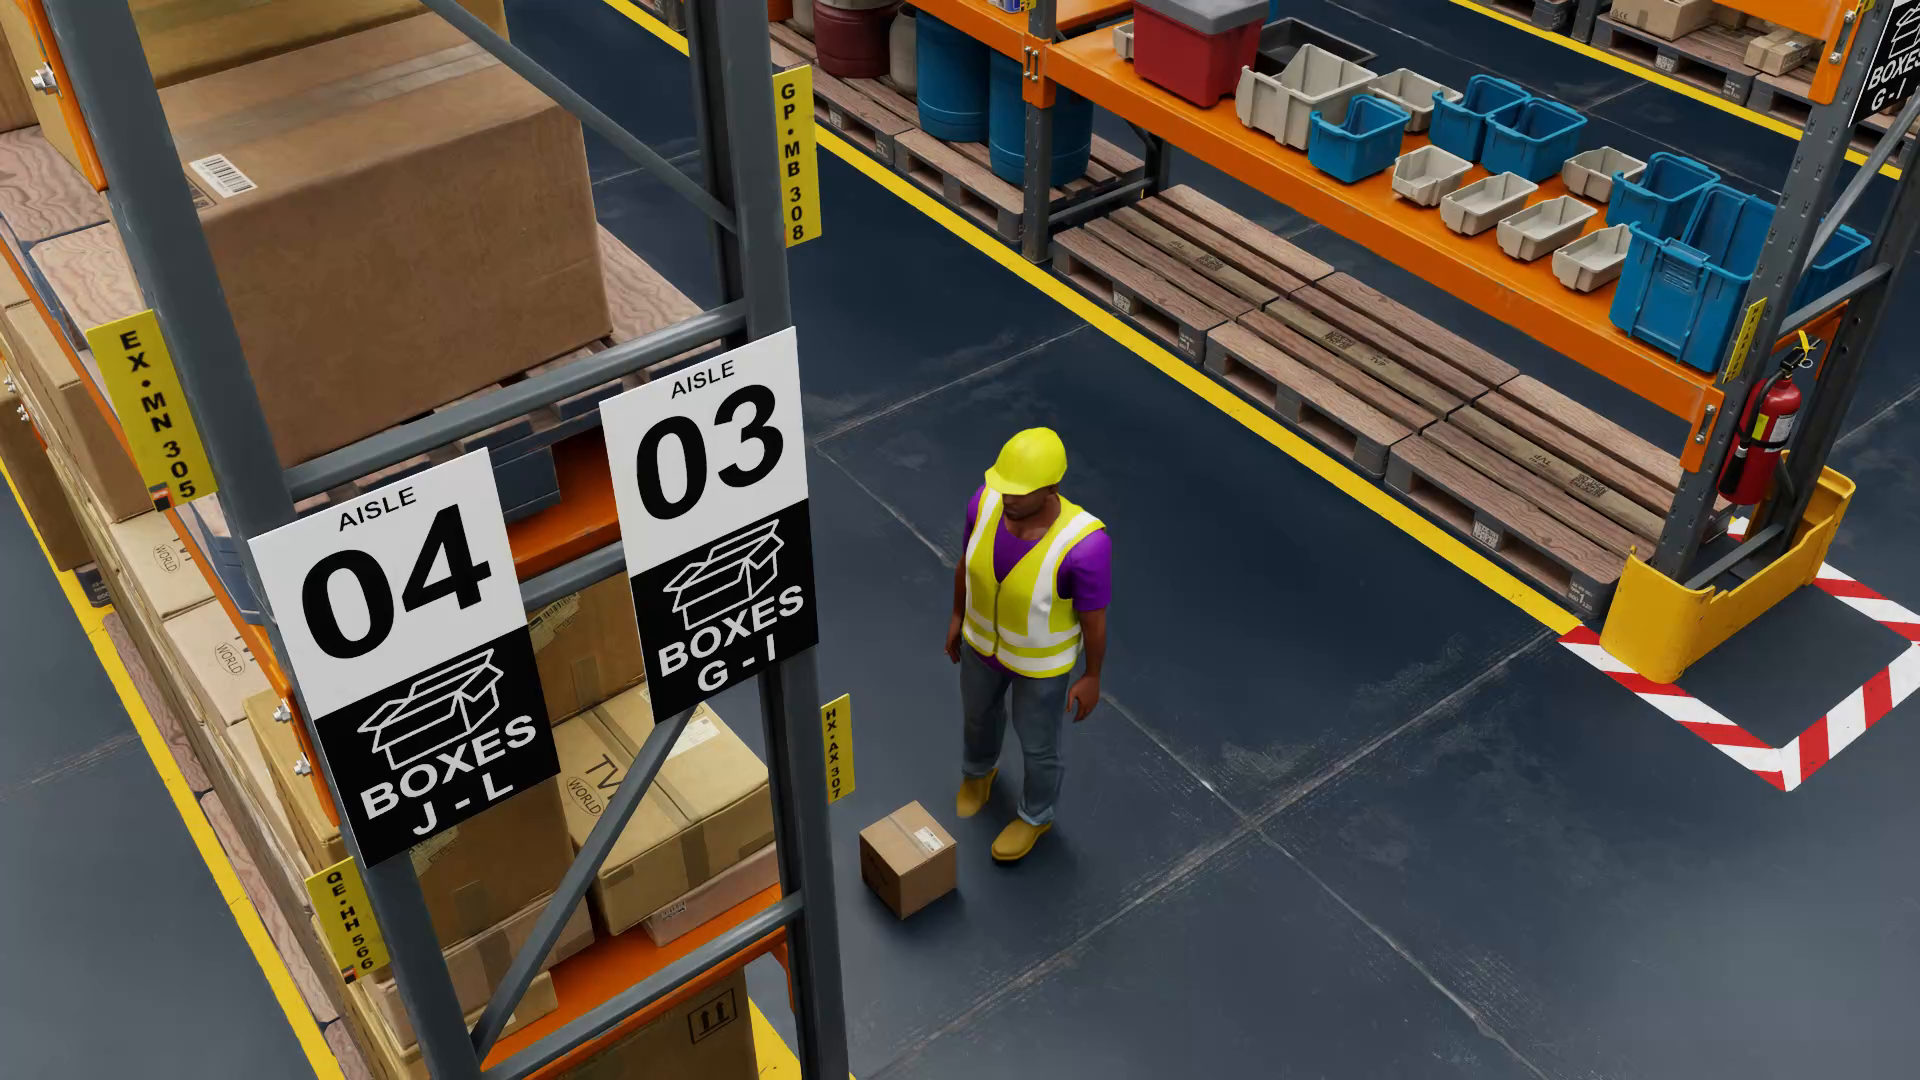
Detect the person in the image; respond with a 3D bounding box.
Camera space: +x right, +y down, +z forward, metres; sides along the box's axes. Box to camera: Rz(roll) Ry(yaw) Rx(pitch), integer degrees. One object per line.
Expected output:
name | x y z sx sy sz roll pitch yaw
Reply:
person | 0.201 0.395 5.688 0.599 1.815 0.416 27 47 29
